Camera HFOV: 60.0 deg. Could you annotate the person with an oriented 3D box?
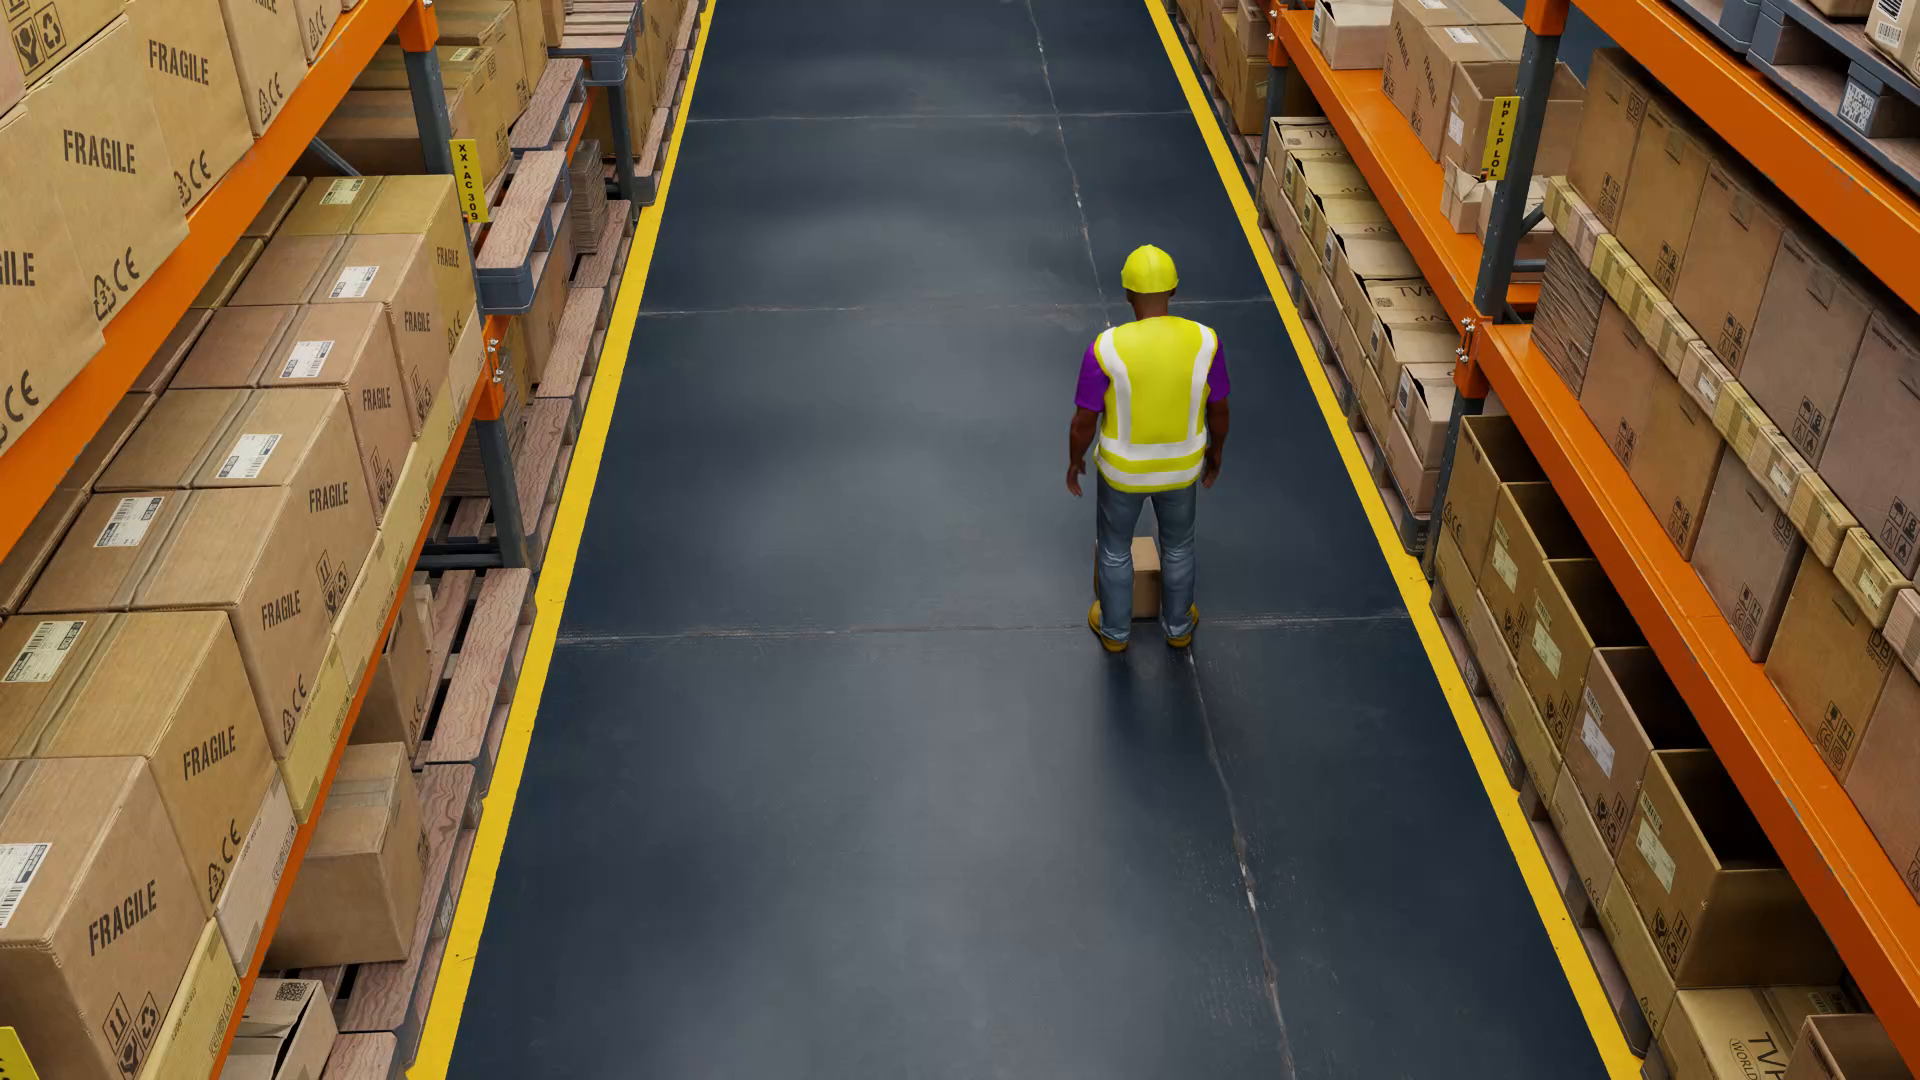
[{"bbox_3d":[0.737,-0.325,6.593,0.635,1.761,0.455,-3,35,-5],"label":"person"}]
